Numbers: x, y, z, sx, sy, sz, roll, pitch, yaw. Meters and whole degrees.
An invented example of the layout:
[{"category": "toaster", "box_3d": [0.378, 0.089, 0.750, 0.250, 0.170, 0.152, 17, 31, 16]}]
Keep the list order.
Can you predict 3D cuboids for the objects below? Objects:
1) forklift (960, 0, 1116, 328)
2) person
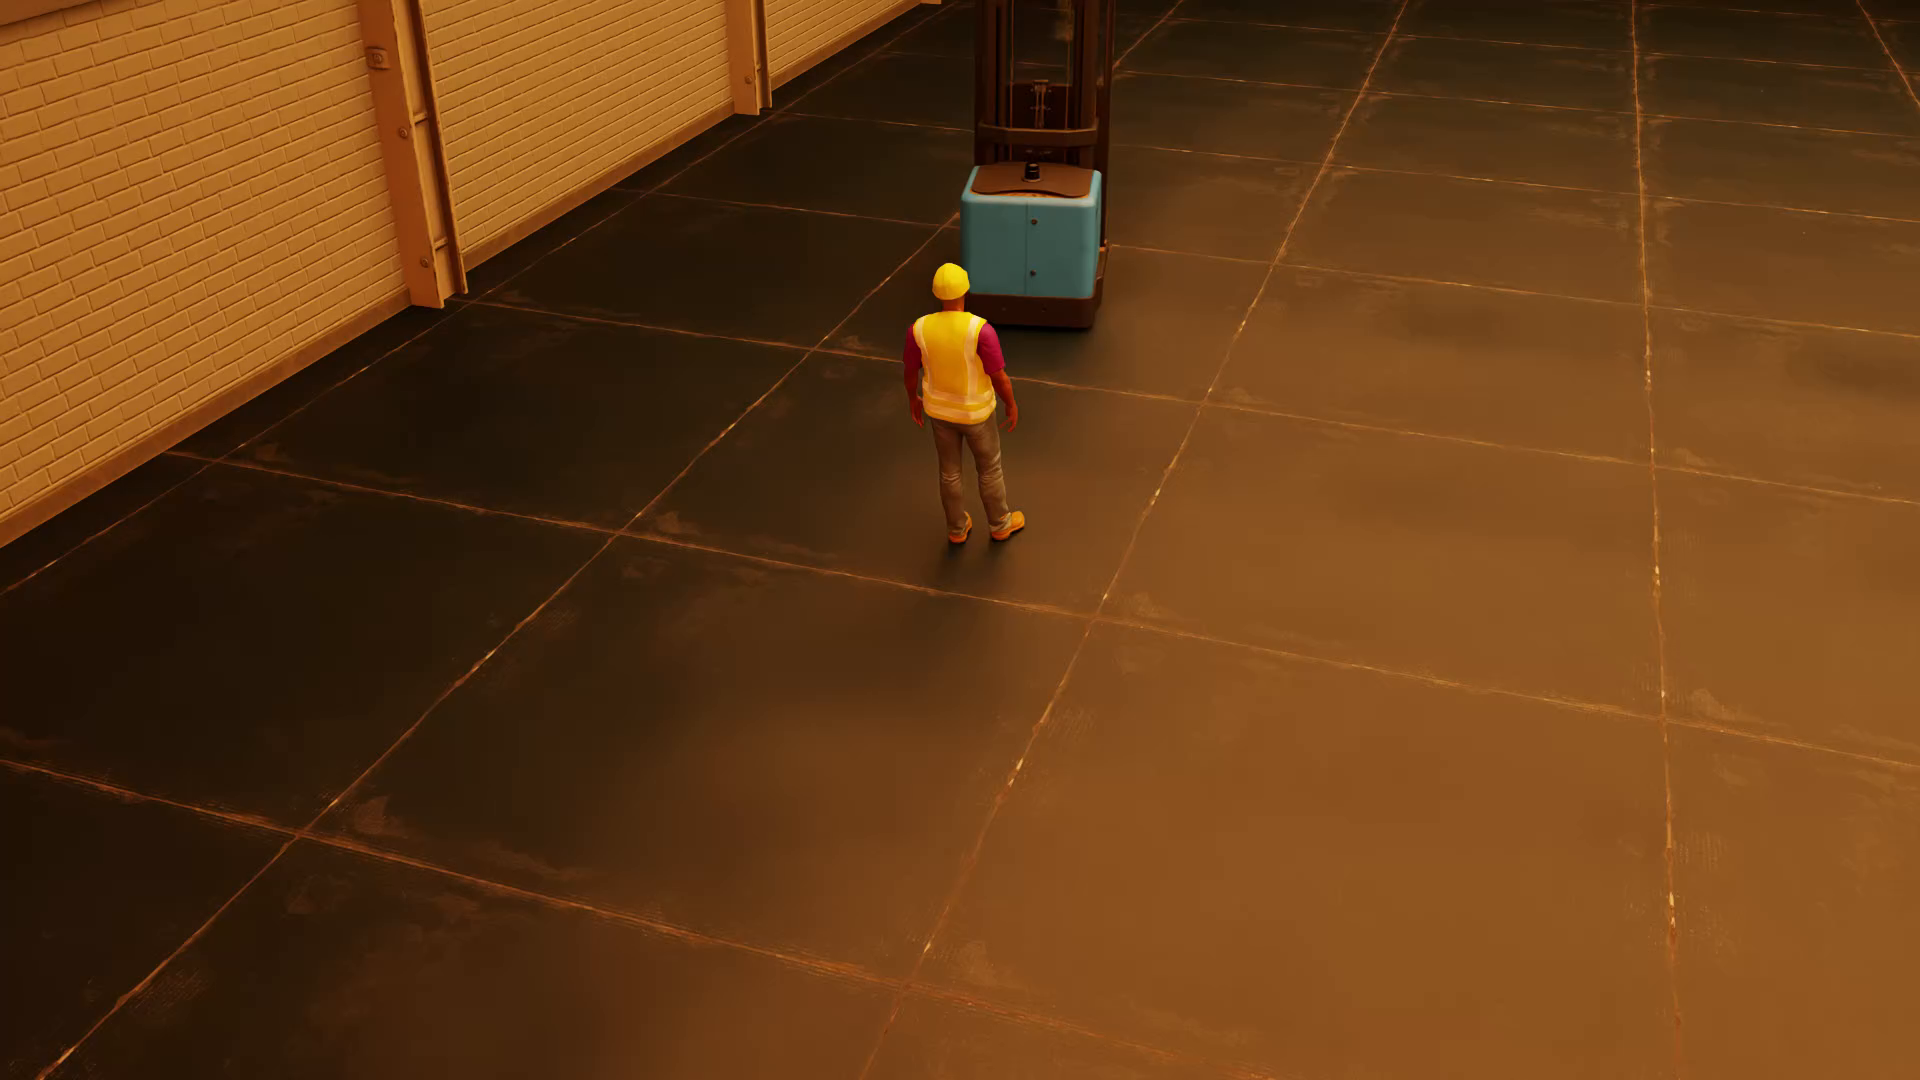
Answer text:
[{"category": "forklift", "box_3d": [0.692, -3.614, 13.477, 1.130, 2.935, 3.031, 4, 30, 6]}, {"category": "person", "box_3d": [0.028, -0.805, 9.710, 0.665, 1.765, 0.577, 10, 31, 16]}]
